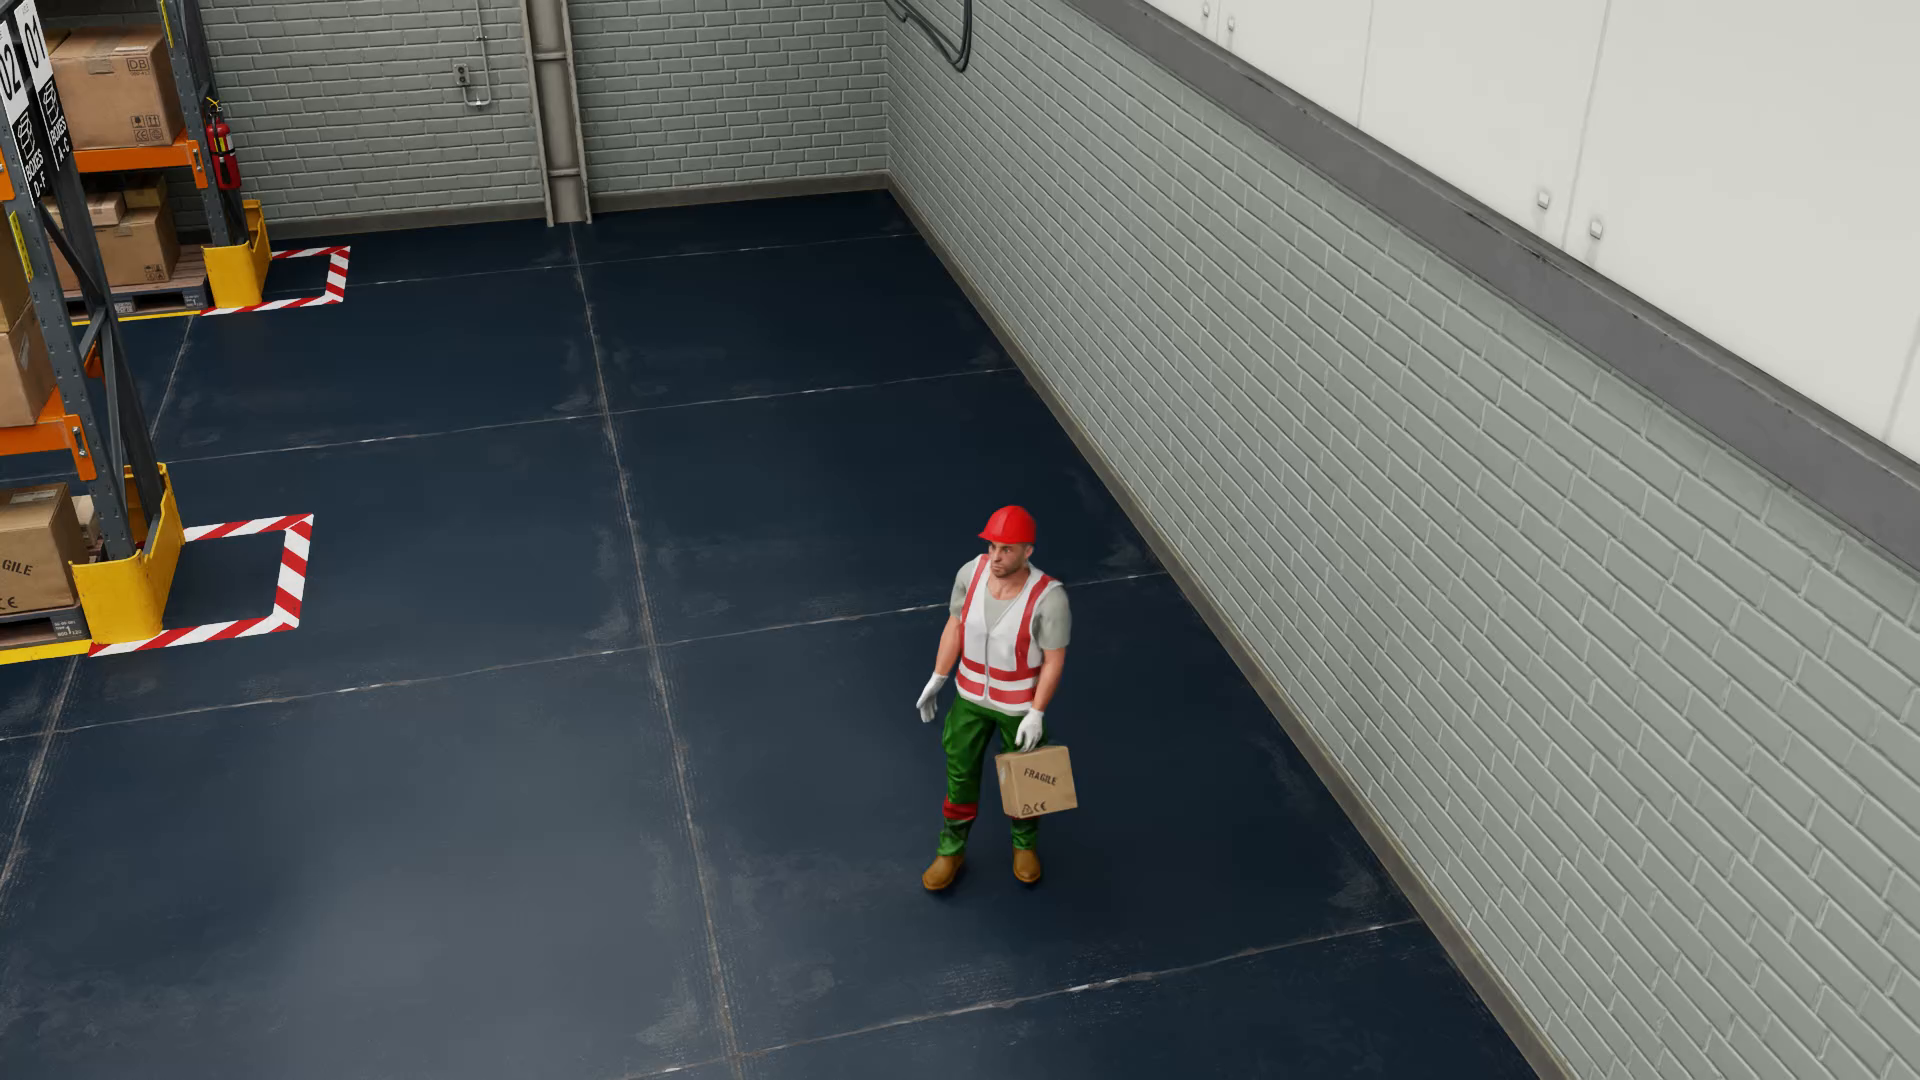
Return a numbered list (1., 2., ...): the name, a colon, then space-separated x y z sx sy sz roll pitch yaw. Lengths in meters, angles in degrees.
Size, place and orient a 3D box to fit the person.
1. person: 0.131 0.702 6.974 0.590 1.793 0.543 14 33 23
